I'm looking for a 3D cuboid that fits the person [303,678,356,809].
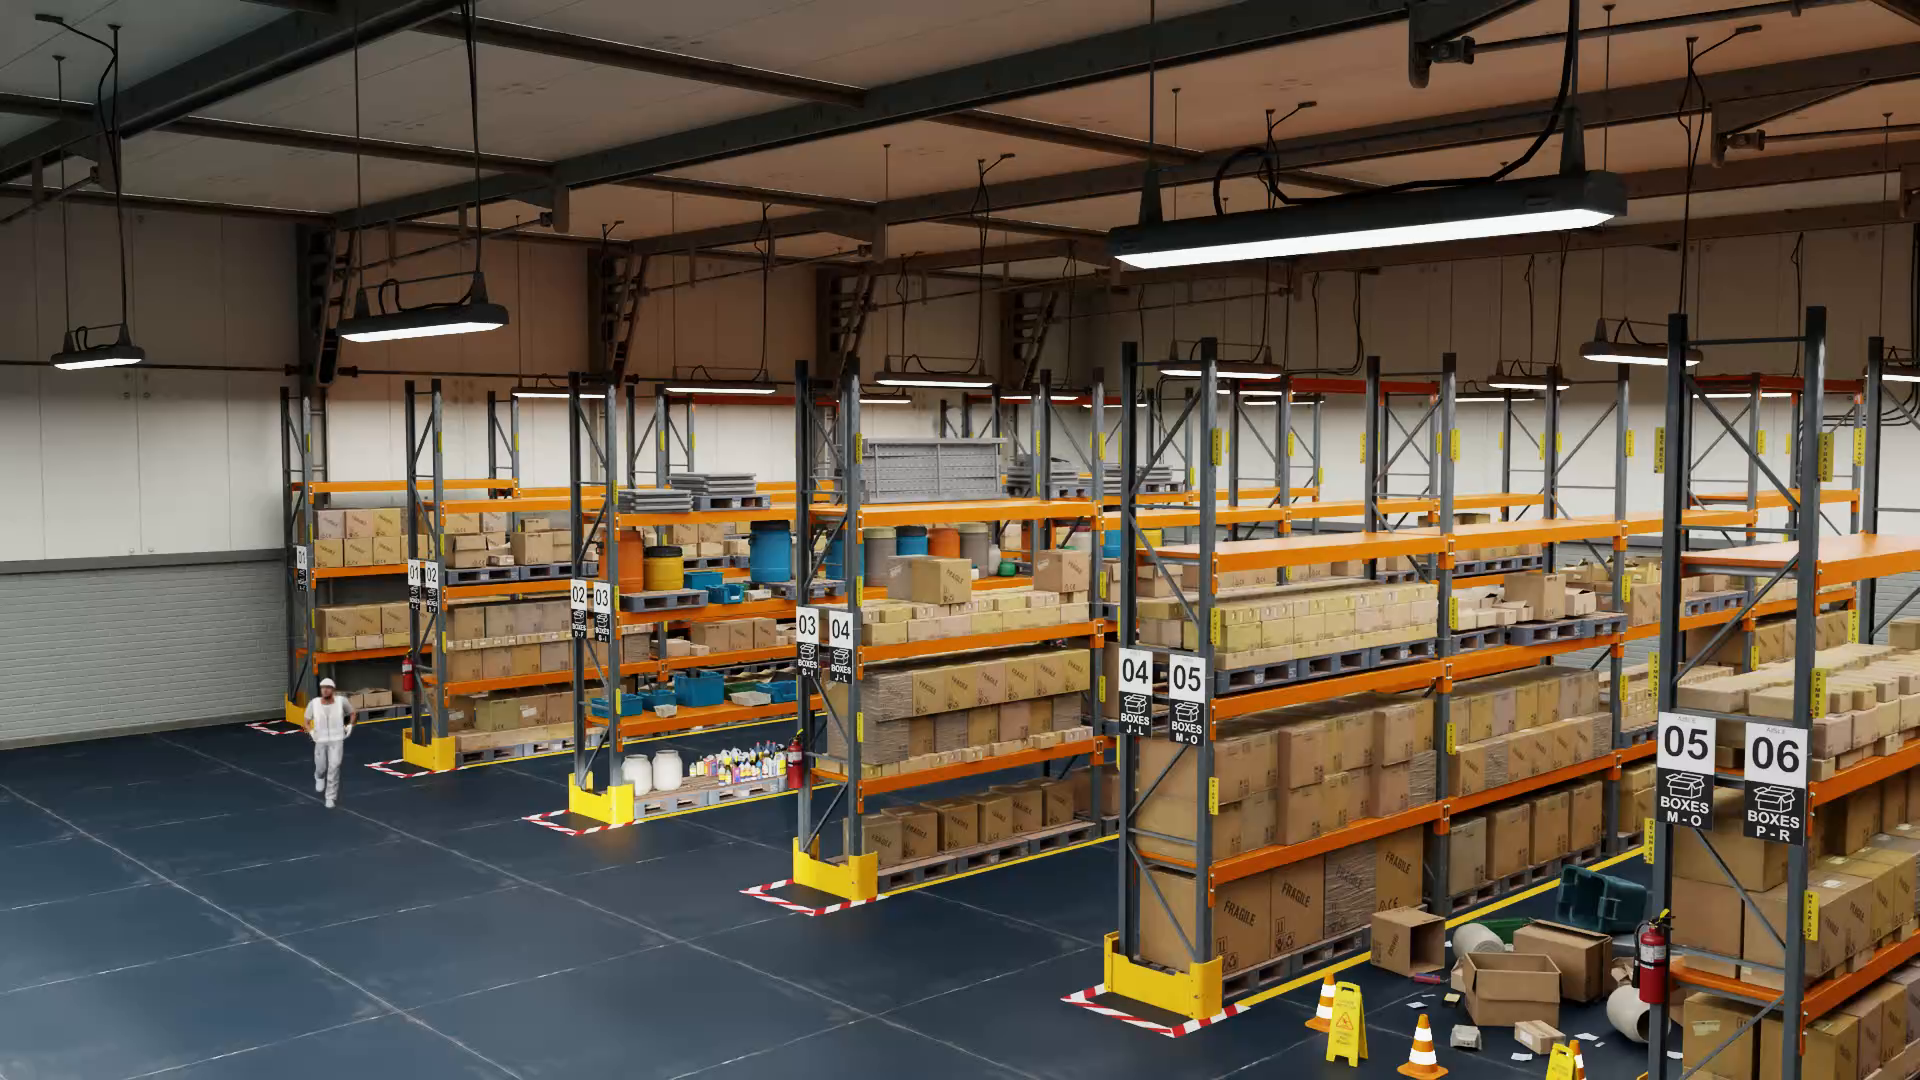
[{"bbox_3d":[-8.814,2.809,23.268,0.688,1.774,0.840,-1,4,-18],"label":"person"}]
